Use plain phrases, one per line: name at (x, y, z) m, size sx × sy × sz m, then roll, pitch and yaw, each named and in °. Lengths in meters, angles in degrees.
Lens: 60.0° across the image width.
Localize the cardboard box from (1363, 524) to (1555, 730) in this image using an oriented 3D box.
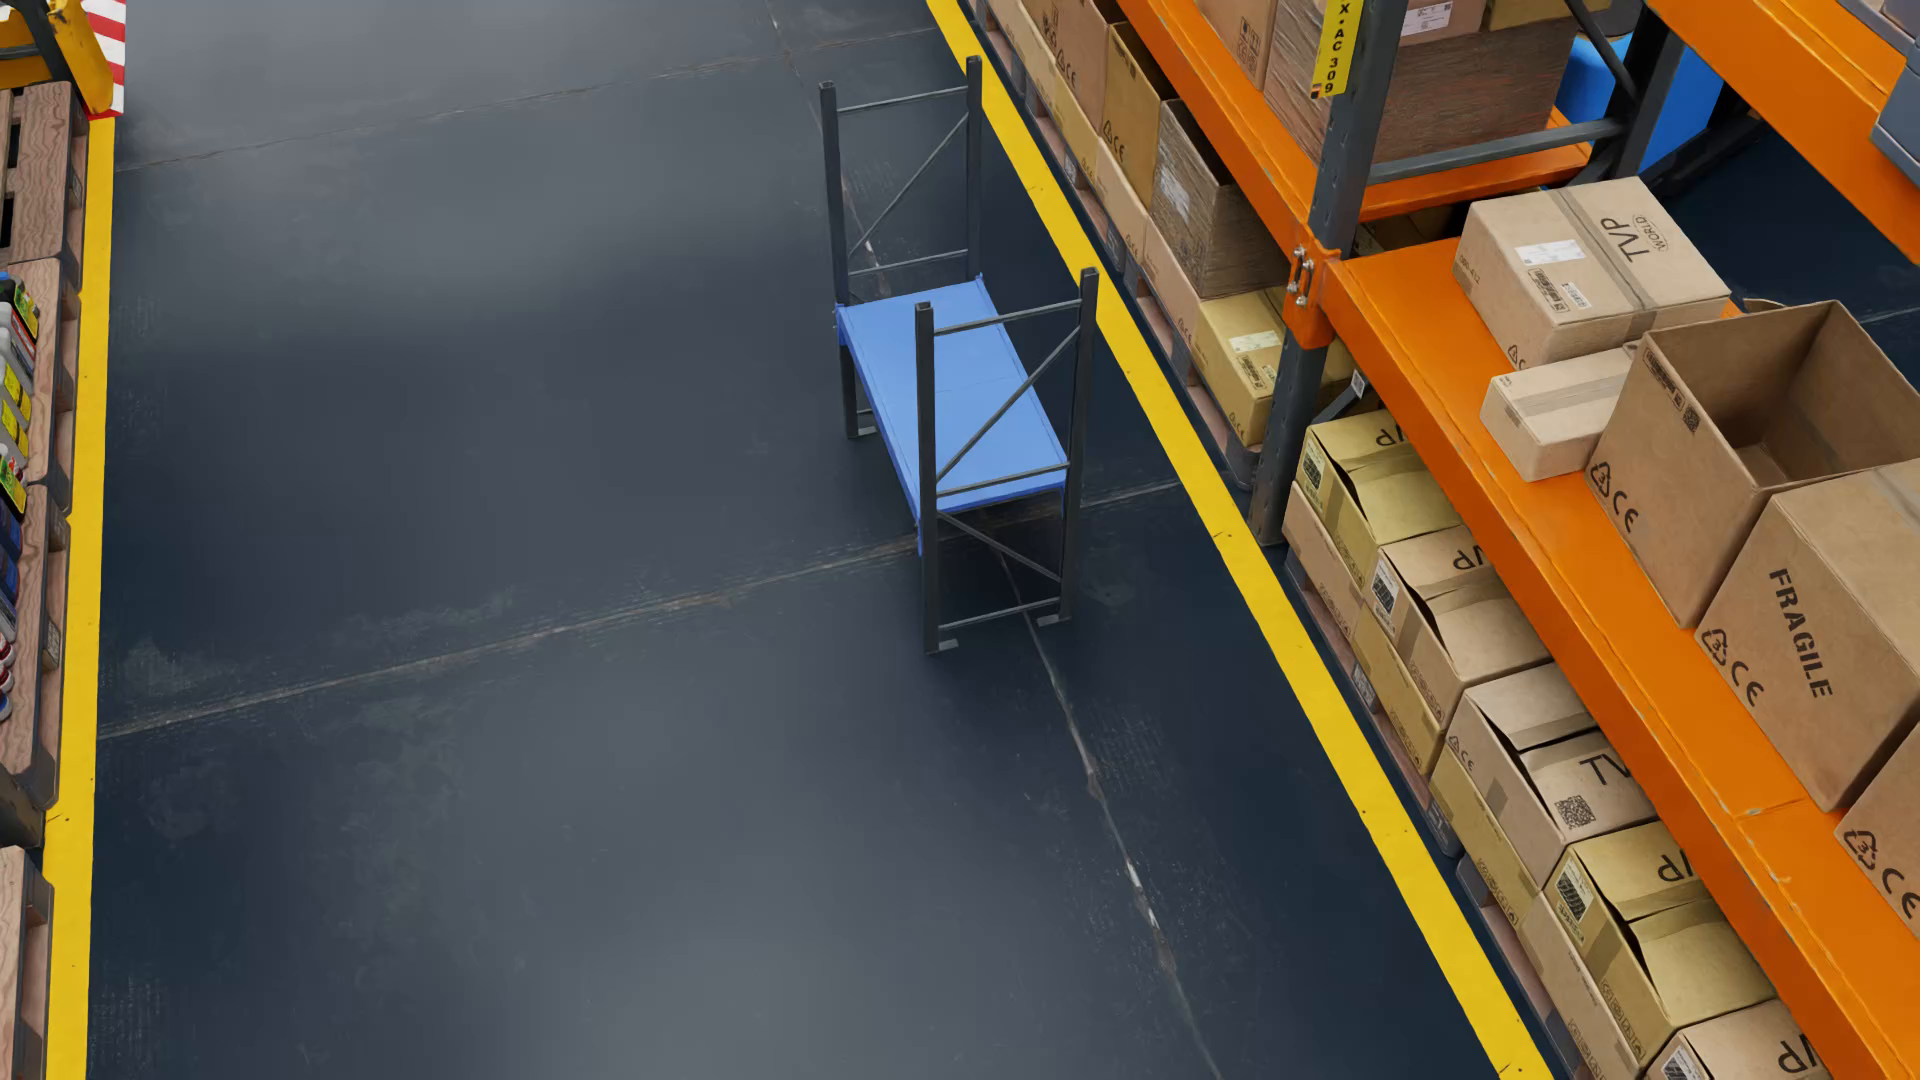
cardboard box at (1.521, 0.201, 4.775) m, size 0.500 × 0.311 × 0.500 m, roll -14°, pitch 51°, yaw -11°

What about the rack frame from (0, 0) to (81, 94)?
rack frame at (-4.423, -2.898, 6.231) m, size 1.000 × 3.000 × 0.127 m, roll -13°, pitch 51°, yaw -11°

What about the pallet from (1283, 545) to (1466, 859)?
pallet at (1.748, 0.334, 5.330) m, size 1.003 × 0.211 × 1.213 m, roll -13°, pitch 51°, yaw -11°

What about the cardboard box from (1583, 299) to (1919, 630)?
cardboard box at (1.861, -0.177, 3.872) m, size 0.500 × 0.500 × 0.500 m, roll -10°, pitch 51°, yaw -8°

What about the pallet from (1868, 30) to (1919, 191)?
pallet at (2.057, -0.370, 2.261) m, size 1.003 × 0.211 × 1.213 m, roll -11°, pitch 51°, yaw -9°

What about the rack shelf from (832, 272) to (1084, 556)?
rack shelf at (-0.025, -0.430, 5.367) m, size 0.538 × 0.185 × 1.000 m, roll -13°, pitch 51°, yaw -11°

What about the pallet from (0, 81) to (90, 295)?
pallet at (-4.120, -1.360, 6.758) m, size 1.003 × 0.211 × 1.213 m, roll -13°, pitch 51°, yaw -11°

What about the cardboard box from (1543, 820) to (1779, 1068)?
cardboard box at (1.833, 0.957, 4.138) m, size 0.500 × 0.311 × 0.500 m, roll -12°, pitch 51°, yaw -10°

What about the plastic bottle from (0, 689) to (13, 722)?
plastic bottle at (-2.915, 0.429, 4.923) m, size 0.097 × 0.271 × 0.097 m, roll 0°, pitch 50°, yaw 0°

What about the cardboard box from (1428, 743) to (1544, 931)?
cardboard box at (1.682, 0.759, 4.672) m, size 0.500 × 0.250 × 0.500 m, roll -15°, pitch 51°, yaw -12°

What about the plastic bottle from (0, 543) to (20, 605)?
plastic bottle at (-3.082, 0.052, 5.189) m, size 0.144 × 0.351 × 0.185 m, roll -12°, pitch 51°, yaw -10°

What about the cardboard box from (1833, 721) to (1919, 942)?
cardboard box at (2.164, 0.574, 3.239) m, size 0.500 × 0.500 × 0.500 m, roll -16°, pitch 52°, yaw -13°

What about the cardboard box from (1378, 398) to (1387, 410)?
cardboard box at (1.646, -0.750, 5.944) m, size 0.500 × 0.250 × 0.500 m, roll -13°, pitch 51°, yaw -11°

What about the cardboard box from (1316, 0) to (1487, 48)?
cardboard box at (1.208, -1.485, 4.551) m, size 0.380 × 0.149 × 0.250 m, roll -13°, pitch 51°, yaw -11°

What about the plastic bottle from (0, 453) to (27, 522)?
plastic bottle at (-3.147, -0.194, 5.441) m, size 0.061 × 0.283 × 0.133 m, roll -11°, pitch 51°, yaw -9°

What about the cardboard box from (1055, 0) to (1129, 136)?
cardboard box at (0.698, -1.968, 6.480) m, size 0.500 × 0.500 × 0.500 m, roll -13°, pitch 51°, yaw -11°

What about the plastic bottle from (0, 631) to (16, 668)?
plastic bottle at (-2.975, 0.303, 5.075) m, size 0.097 × 0.201 × 0.097 m, roll 0°, pitch 50°, yaw 0°

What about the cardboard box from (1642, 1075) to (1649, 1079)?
cardboard box at (1.986, 1.506, 4.042) m, size 0.500 × 0.250 × 0.500 m, roll -12°, pitch 51°, yaw -10°

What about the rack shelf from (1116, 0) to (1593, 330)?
rack shelf at (0.902, -2.323, 6.217) m, size 1.077 × 0.370 × 4.000 m, roll -13°, pitch 51°, yaw -11°

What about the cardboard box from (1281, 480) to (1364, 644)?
cardboard box at (1.376, 0.008, 5.305) m, size 0.500 × 0.250 × 0.500 m, roll -14°, pitch 51°, yaw -12°

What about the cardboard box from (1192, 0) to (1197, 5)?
cardboard box at (1.049, -2.200, 5.577) m, size 0.700 × 0.500 × 0.500 m, roll -13°, pitch 51°, yaw -10°

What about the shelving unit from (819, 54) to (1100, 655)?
shelving unit at (-0.025, -0.546, 5.229) m, size 0.538 × 1.500 × 1.048 m, roll -13°, pitch 51°, yaw -11°

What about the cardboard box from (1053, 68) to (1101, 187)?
cardboard box at (0.698, -1.726, 6.767) m, size 0.500 × 0.250 × 0.500 m, roll -13°, pitch 51°, yaw -11°

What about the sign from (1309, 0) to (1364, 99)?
sign at (0.964, -1.272, 4.242) m, size 0.100 × 0.325 × 0.005 m, roll -13°, pitch 51°, yaw -11°

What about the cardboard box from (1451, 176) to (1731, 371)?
cardboard box at (1.681, -0.696, 4.473) m, size 0.500 × 0.250 × 0.500 m, roll -10°, pitch 51°, yaw -9°

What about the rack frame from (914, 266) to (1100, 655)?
rack frame at (0.125, -0.174, 4.916) m, size 0.500 × 1.500 × 0.032 m, roll -13°, pitch 51°, yaw -11°

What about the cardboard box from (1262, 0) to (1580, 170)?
cardboard box at (1.356, -1.449, 4.944) m, size 0.700 × 0.500 × 0.500 m, roll -15°, pitch 51°, yaw -12°

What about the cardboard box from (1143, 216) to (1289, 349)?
cardboard box at (1.009, -1.000, 6.155) m, size 0.500 × 0.250 × 0.500 m, roll -13°, pitch 51°, yaw -11°

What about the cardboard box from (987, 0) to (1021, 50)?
cardboard box at (0.408, -2.458, 7.384) m, size 0.500 × 0.250 × 0.500 m, roll -13°, pitch 51°, yaw -11°

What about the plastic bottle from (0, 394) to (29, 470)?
plastic bottle at (-3.263, -0.396, 5.567) m, size 0.144 × 0.351 × 0.185 m, roll -14°, pitch 51°, yaw -11°

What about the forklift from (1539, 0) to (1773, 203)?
forklift at (3.039, -2.938, 6.310) m, size 3.031 × 2.935 × 1.130 m, roll -33°, pitch 57°, yaw -25°

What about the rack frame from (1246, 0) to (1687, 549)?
rack frame at (1.493, -1.094, 4.710) m, size 1.000 × 3.000 × 0.127 m, roll -13°, pitch 51°, yaw -11°

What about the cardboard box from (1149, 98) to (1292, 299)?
cardboard box at (1.011, -1.242, 5.868) m, size 0.500 × 0.500 × 0.500 m, roll -13°, pitch 51°, yaw -11°

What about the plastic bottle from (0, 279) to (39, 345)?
plastic bottle at (-3.409, -0.841, 5.986) m, size 0.061 × 0.283 × 0.133 m, roll -12°, pitch 51°, yaw -10°

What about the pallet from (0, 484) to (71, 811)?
pallet at (-3.398, 0.422, 5.256) m, size 1.003 × 0.211 × 1.213 m, roll -13°, pitch 51°, yaw -11°

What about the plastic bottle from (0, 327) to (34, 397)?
plastic bottle at (-3.371, -0.628, 5.811) m, size 0.152 × 0.276 × 0.135 m, roll -15°, pitch 51°, yaw -12°

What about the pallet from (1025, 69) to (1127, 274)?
pallet at (0.934, -1.678, 7.026) m, size 1.003 × 0.211 × 1.213 m, roll -13°, pitch 51°, yaw -11°
